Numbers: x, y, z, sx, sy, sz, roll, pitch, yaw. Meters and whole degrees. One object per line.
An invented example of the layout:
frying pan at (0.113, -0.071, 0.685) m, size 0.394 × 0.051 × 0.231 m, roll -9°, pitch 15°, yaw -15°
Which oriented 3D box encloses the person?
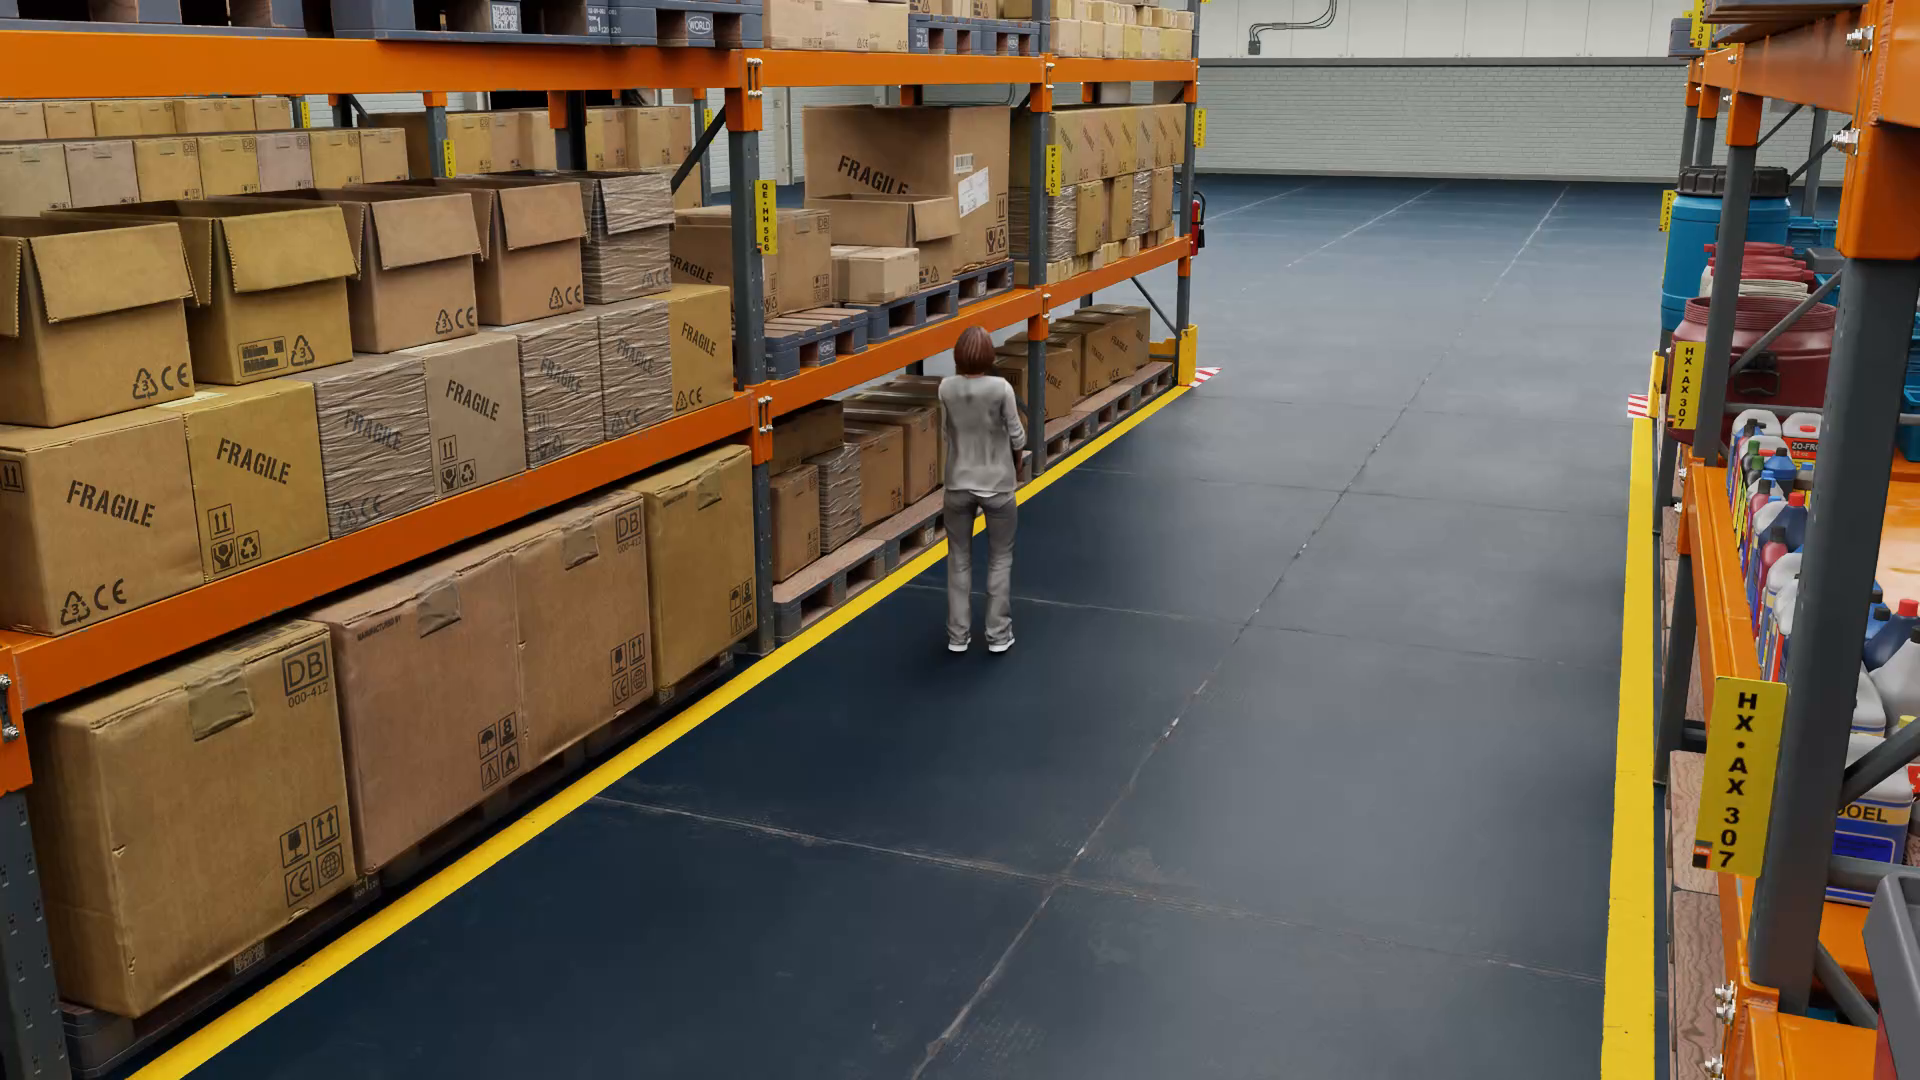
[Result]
person at (0.111, -0.254, 7.961) m, size 0.405 × 1.592 × 0.488 m, roll 3°, pitch 16°, yaw 11°
